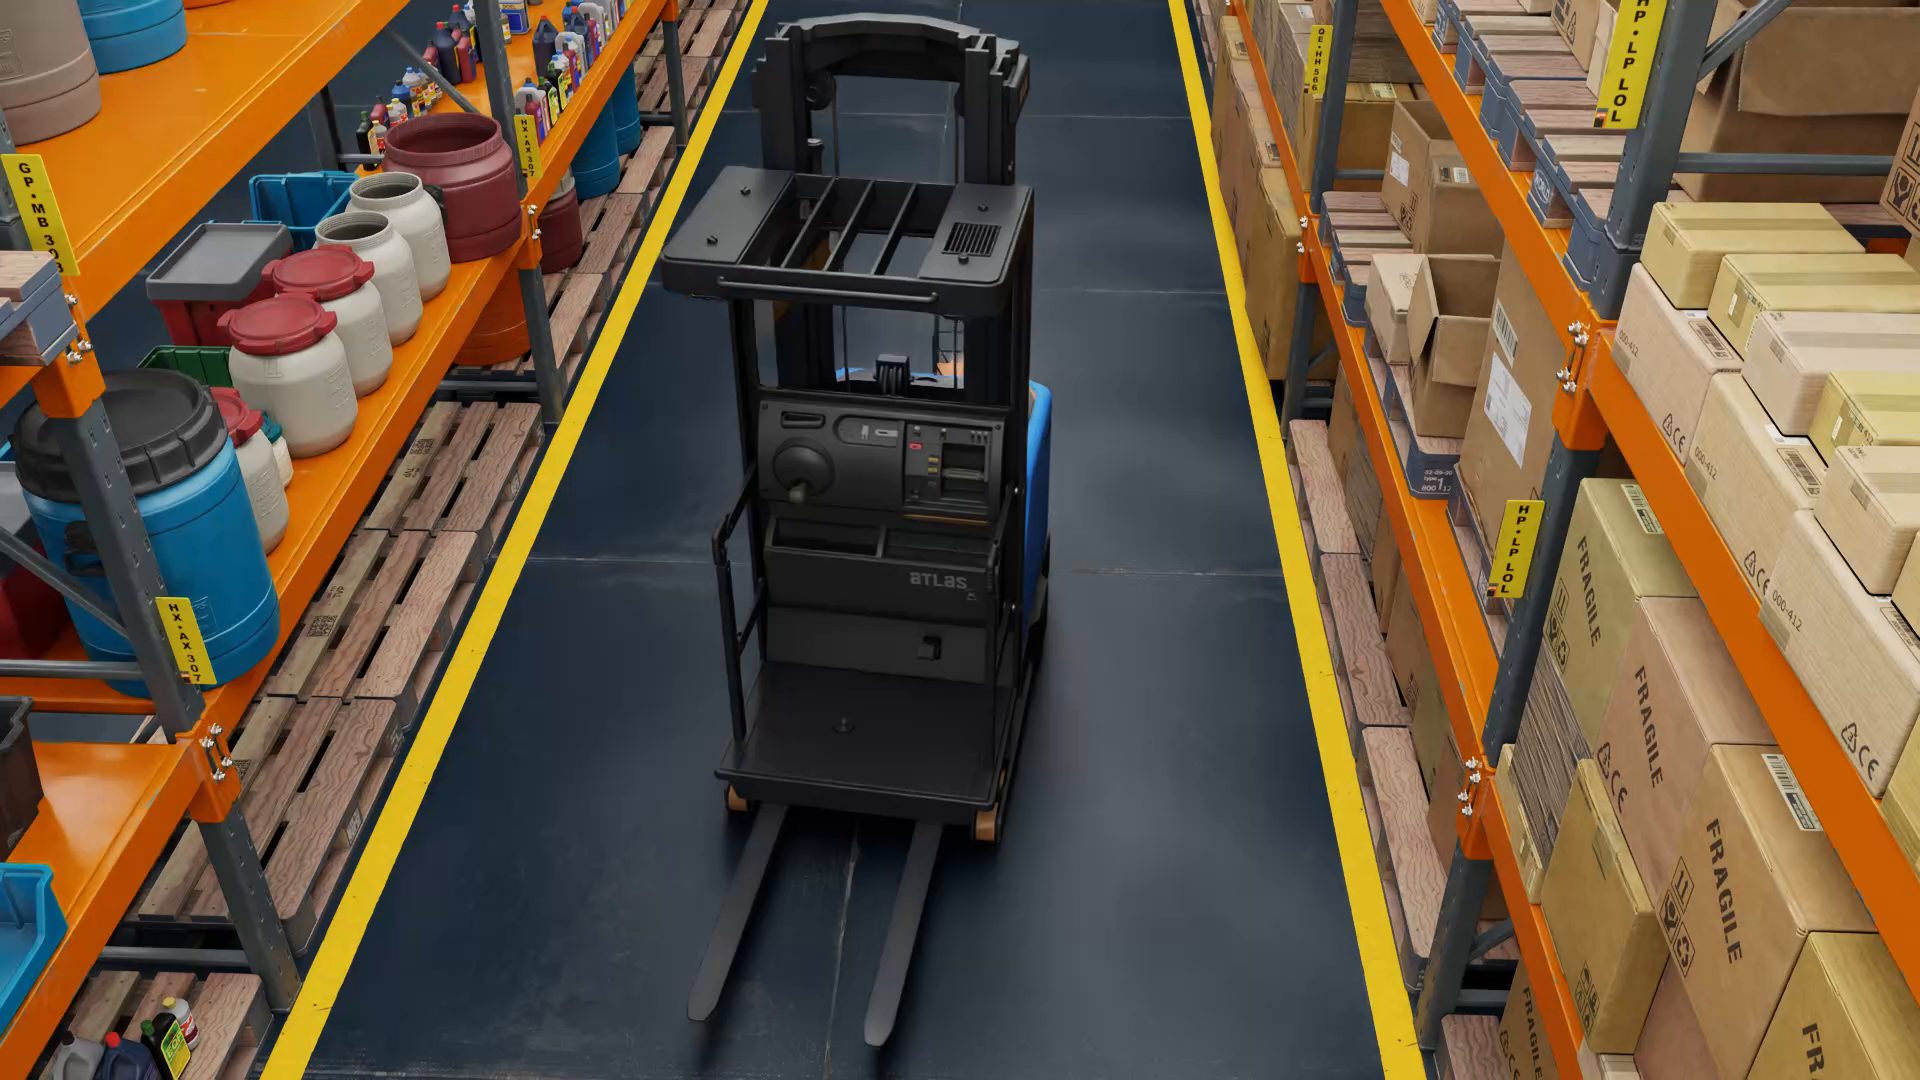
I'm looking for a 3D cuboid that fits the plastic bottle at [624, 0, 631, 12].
[{"bbox_3d":[-2.250,-3.643,10.868,0.144,0.351,0.185,1,35,2],"label":"plastic bottle"}]

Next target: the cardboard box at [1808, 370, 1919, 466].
[{"bbox_3d":[1.825,-0.185,3.080,0.380,0.149,0.250,2,35,3],"label":"cardboard box"}]

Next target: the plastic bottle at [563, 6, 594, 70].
[{"bbox_3d":[-2.294,-3.010,9.967,0.144,0.351,0.185,1,35,2],"label":"plastic bottle"}]

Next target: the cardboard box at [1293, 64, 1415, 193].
[{"bbox_3d":[2.021,-2.117,8.566,0.500,0.500,0.500,2,35,3],"label":"cardboard box"}]

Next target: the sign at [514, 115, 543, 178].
[{"bbox_3d":[-2.151,-1.959,8.287,0.100,0.325,0.005,1,35,2],"label":"sign"}]

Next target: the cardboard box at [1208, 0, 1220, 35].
[{"bbox_3d":[2.587,-4.793,13.943,0.875,0.875,0.875,1,35,2],"label":"cardboard box"}]

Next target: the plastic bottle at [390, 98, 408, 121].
[{"bbox_3d":[-3.074,-2.316,9.110,0.097,0.201,0.097,0,35,0],"label":"plastic bottle"}]

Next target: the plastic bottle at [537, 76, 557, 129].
[{"bbox_3d":[-2.291,-2.436,9.209,0.061,0.283,0.133,1,35,2],"label":"plastic bottle"}]

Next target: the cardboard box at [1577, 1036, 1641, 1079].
[{"bbox_3d":[1.722,1.305,4.003,0.380,0.149,0.250,1,35,2],"label":"cardboard box"}]

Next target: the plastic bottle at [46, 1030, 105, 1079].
[{"bbox_3d":[-2.743,1.674,5.180,0.144,0.351,0.185,1,35,2],"label":"plastic bottle"}]

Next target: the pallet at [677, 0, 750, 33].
[{"bbox_3d":[-2.451,-4.883,15.015,1.003,0.211,1.213,1,35,2],"label":"pallet"}]

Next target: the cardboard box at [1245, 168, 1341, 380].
[{"bbox_3d":[2.297,-1.485,9.237,1.225,0.875,0.875,0,35,0],"label":"cardboard box"}]

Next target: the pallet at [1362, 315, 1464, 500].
[{"bbox_3d":[2.210,-0.570,6.619,1.003,0.211,1.213,1,35,2],"label":"pallet"}]

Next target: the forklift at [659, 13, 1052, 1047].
[{"bbox_3d":[-0.332,-0.237,6.038,1.130,2.935,3.031,6,35,8],"label":"forklift"}]

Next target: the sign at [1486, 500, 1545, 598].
[{"bbox_3d":[1.533,0.027,4.595,0.100,0.325,0.005,1,35,2],"label":"sign"}]

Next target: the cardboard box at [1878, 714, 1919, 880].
[{"bbox_3d":[1.754,0.491,2.464,0.500,0.250,0.500,1,35,1],"label":"cardboard box"}]

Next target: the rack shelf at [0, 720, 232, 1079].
[{"bbox_3d":[-2.942,1.841,3.648,1.077,0.370,4.000,1,35,2],"label":"rack shelf"}]

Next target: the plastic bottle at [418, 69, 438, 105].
[{"bbox_3d":[-3.055,-2.596,9.508,0.097,0.201,0.097,0,35,0],"label":"plastic bottle"}]

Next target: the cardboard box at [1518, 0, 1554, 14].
[{"bbox_3d":[2.063,-1.871,5.533,0.380,0.166,0.250,0,35,1],"label":"cardboard box"}]

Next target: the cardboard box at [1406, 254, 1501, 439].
[{"bbox_3d":[2.065,-0.700,6.183,0.797,0.503,0.637,5,35,7],"label":"cardboard box"}]

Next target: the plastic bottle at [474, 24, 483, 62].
[{"bbox_3d":[-2.881,-3.043,10.083,0.097,0.271,0.097,0,35,0],"label":"plastic bottle"}]

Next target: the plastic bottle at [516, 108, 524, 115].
[{"bbox_3d":[-2.328,-2.155,8.820,0.097,0.271,0.097,0,35,0],"label":"plastic bottle"}]

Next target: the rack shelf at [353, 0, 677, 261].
[{"bbox_3d":[-2.620,-2.755,10.188,1.077,0.370,4.000,1,35,2],"label":"rack shelf"}]

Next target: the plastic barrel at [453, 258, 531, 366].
[{"bbox_3d":[-2.698,-1.466,9.250,0.600,0.830,0.708,1,35,2],"label":"plastic barrel"}]

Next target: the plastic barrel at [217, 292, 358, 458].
[{"bbox_3d":[-2.574,-0.624,6.411,0.433,0.535,0.433,0,35,0],"label":"plastic barrel"}]

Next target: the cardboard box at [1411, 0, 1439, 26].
[{"bbox_3d":[1.943,-2.098,6.148,0.500,0.250,0.500,2,35,3],"label":"cardboard box"}]

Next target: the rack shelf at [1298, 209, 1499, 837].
[{"bbox_3d":[2.168,-0.343,6.755,1.077,0.370,4.000,1,35,2],"label":"rack shelf"}]

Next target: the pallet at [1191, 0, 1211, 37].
[{"bbox_3d":[2.616,-4.781,14.869,1.003,0.211,1.213,1,35,2],"label":"pallet"}]

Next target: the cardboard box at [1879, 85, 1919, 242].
[{"bbox_3d":[2.325,-0.818,3.416,0.500,0.500,0.500,0,35,0],"label":"cardboard box"}]

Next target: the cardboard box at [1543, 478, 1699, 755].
[{"bbox_3d":[1.816,0.193,4.152,0.500,0.500,0.500,1,35,2],"label":"cardboard box"}]

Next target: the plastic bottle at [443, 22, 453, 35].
[{"bbox_3d":[-3.052,-2.935,9.919,0.061,0.283,0.133,1,35,2],"label":"plastic bottle"}]

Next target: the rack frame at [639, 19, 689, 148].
[{"bbox_3d":[-2.540,-4.199,11.616,1.000,3.000,0.127,1,35,2],"label":"rack frame"}]

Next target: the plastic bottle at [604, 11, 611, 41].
[{"bbox_3d":[-2.250,-3.240,10.424,0.097,0.201,0.097,0,35,0],"label":"plastic bottle"}]

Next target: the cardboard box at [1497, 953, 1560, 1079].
[{"bbox_3d":[2.032,1.592,5.185,0.500,0.500,0.500,0,35,0],"label":"cardboard box"}]

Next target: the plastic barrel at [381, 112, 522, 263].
[{"bbox_3d":[-2.416,-1.683,7.917,0.600,0.536,0.708,1,35,2],"label":"plastic barrel"}]

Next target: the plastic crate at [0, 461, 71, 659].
[{"bbox_3d":[-3.147,0.086,5.463,0.402,0.464,0.583,1,35,2],"label":"plastic crate"}]

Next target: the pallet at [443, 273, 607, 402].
[{"bbox_3d":[-2.710,-1.214,9.794,1.003,0.211,1.213,1,35,2],"label":"pallet"}]

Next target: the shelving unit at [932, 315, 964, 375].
[{"bbox_3d":[-0.001,-0.483,7.893,0.258,1.200,0.189,1,35,2],"label":"shelving unit"}]

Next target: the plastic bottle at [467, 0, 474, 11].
[{"bbox_3d":[-2.986,-3.226,10.339,0.152,0.276,0.135,1,35,2],"label":"plastic bottle"}]

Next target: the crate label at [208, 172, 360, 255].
[{"bbox_3d":[-3.011,-1.351,7.532,0.502,0.435,0.616,1,35,2],"label":"crate label"}]

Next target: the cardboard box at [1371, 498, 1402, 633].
[{"bbox_3d":[2.216,0.087,7.309,0.700,0.500,0.500,4,35,6],"label":"cardboard box"}]

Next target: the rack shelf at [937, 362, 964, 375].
[{"bbox_3d":[-0.001,-0.741,7.712,0.258,0.103,0.180,1,35,2],"label":"rack shelf"}]

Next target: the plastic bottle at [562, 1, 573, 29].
[{"bbox_3d":[-2.408,-3.194,10.298,0.097,0.271,0.097,0,35,0],"label":"plastic bottle"}]

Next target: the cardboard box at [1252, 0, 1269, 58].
[{"bbox_3d":[2.101,-3.291,10.236,0.500,0.500,0.500,1,35,1],"label":"cardboard box"}]

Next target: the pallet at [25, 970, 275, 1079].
[{"bbox_3d":[-2.930,1.923,5.330,1.003,0.211,1.213,1,35,2],"label":"pallet"}]

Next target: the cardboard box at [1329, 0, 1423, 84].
[{"bbox_3d":[2.294,-2.657,8.463,0.797,0.503,0.637,2,35,3],"label":"cardboard box"}]

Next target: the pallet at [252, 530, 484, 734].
[{"bbox_3d":[-2.822,0.383,7.521,1.003,0.211,1.213,1,35,2],"label":"pallet"}]

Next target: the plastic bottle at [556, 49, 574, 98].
[{"bbox_3d":[-2.291,-2.686,9.575,0.097,0.271,0.097,0,35,0],"label":"plastic bottle"}]

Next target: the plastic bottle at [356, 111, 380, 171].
[{"bbox_3d":[-3.111,-2.095,8.724,0.061,0.283,0.133,1,35,2],"label":"plastic bottle"}]
